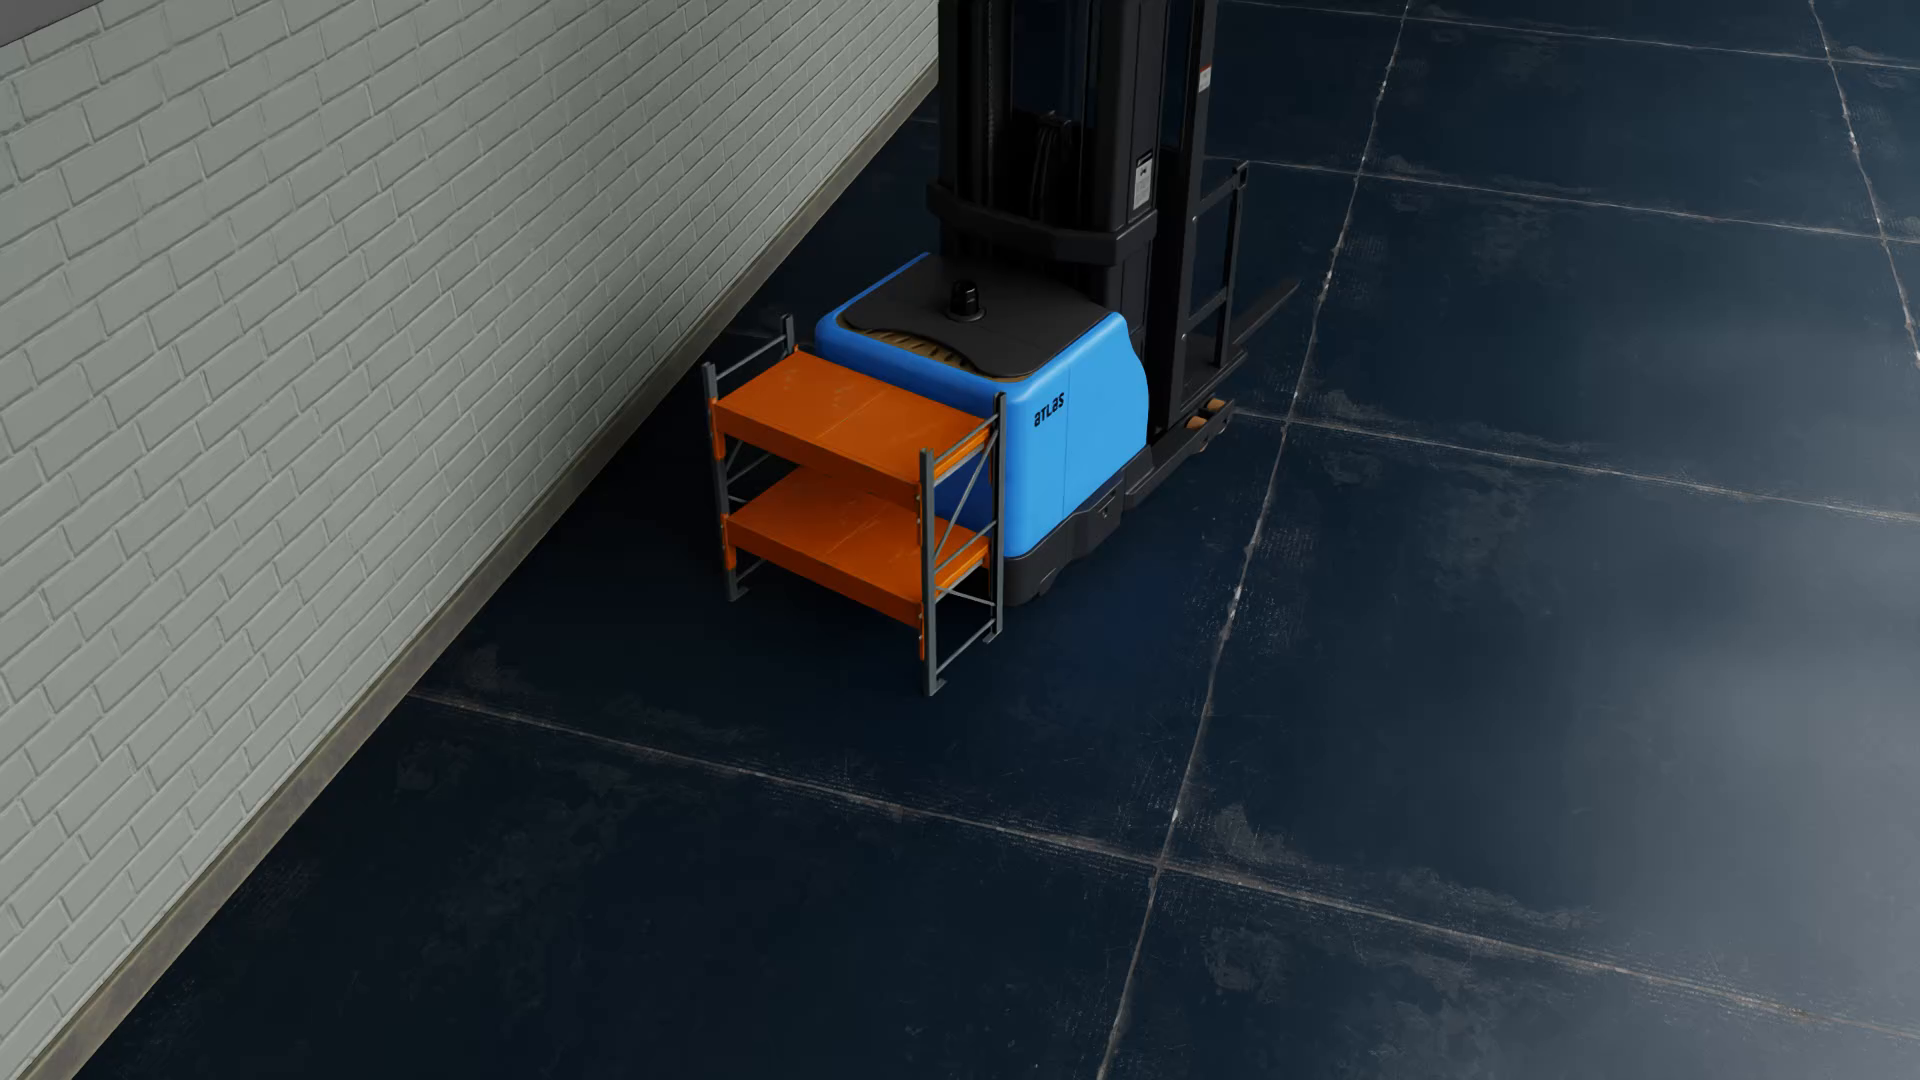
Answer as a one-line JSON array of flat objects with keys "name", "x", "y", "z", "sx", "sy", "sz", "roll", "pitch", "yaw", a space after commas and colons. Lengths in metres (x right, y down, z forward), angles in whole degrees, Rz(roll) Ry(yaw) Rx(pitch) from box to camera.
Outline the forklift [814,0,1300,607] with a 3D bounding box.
[{"name": "forklift", "x": 0.652, "y": -1.740, "z": 7.141, "sx": 1.130, "sy": 2.935, "sz": 3.031, "roll": 22, "pitch": 42, "yaw": 27}]

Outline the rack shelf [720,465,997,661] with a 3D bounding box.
[{"name": "rack shelf", "x": -0.400, "y": 0.053, "z": 6.641, "sx": 1.000, "sy": 0.278, "sz": 0.538, "roll": 23, "pitch": 42, "yaw": 28}]

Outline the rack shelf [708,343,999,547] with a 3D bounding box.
[{"name": "rack shelf", "x": -0.400, "y": -0.379, "z": 6.323, "sx": 1.000, "sy": 0.278, "sz": 0.538, "roll": 23, "pitch": 42, "yaw": 28}]

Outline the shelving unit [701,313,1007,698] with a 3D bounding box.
[{"name": "shelving unit", "x": -0.400, "y": -0.144, "z": 6.496, "sx": 1.048, "sy": 1.125, "sz": 0.538, "roll": 23, "pitch": 42, "yaw": 28}]

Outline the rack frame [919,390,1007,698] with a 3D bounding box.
[{"name": "rack frame", "x": 0.015, "y": 0.030, "z": 6.260, "sx": 0.032, "sy": 1.125, "sz": 0.500, "roll": 23, "pitch": 42, "yaw": 28}]

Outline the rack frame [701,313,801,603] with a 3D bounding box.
[{"name": "rack frame", "x": -0.816, "y": -0.317, "z": 6.732, "sx": 0.032, "sy": 1.125, "sz": 0.500, "roll": 23, "pitch": 42, "yaw": 28}]
